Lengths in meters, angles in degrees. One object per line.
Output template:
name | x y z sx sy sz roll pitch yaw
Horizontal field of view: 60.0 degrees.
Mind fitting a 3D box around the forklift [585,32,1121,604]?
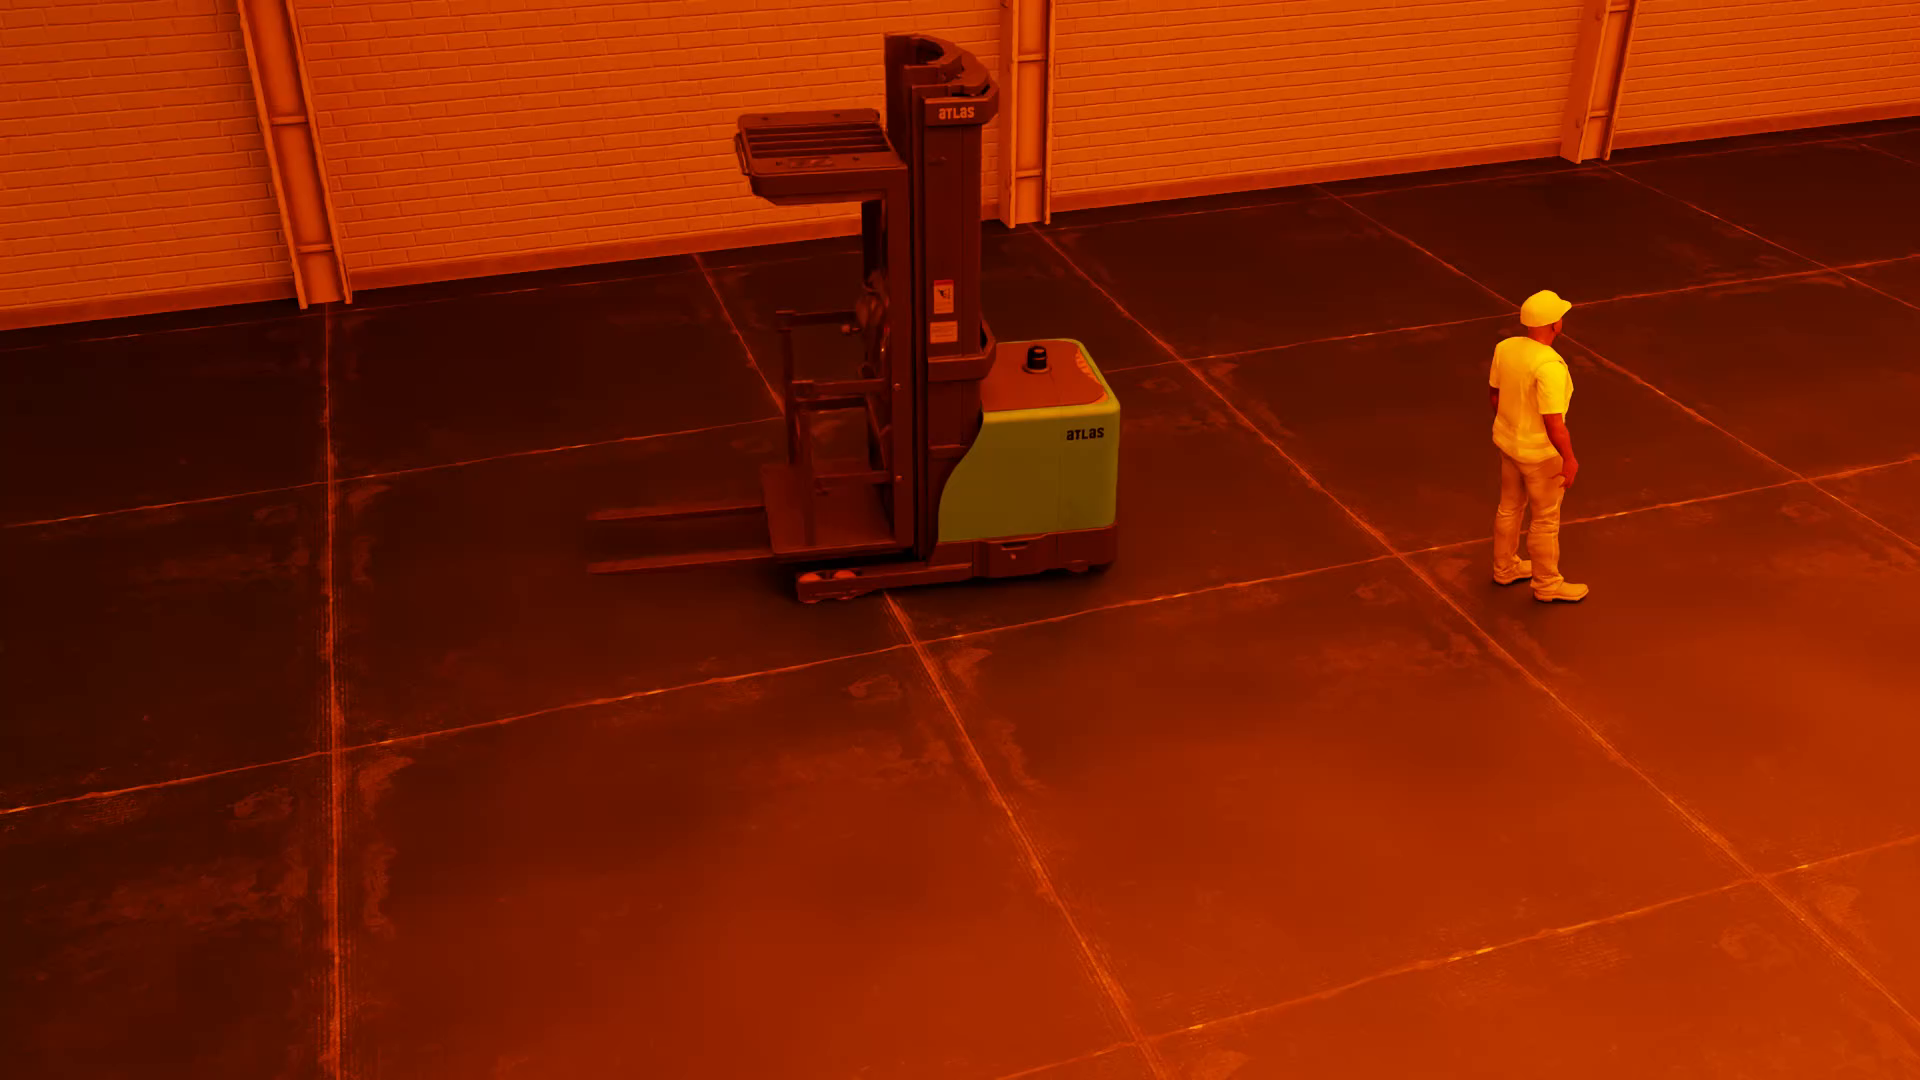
forklift | -0.660 -1.196 9.166 3.031 2.935 1.130 -5 30 -9

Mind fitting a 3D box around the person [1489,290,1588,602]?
person | 3.212 -0.537 9.174 0.577 1.766 0.666 -9 31 -15
